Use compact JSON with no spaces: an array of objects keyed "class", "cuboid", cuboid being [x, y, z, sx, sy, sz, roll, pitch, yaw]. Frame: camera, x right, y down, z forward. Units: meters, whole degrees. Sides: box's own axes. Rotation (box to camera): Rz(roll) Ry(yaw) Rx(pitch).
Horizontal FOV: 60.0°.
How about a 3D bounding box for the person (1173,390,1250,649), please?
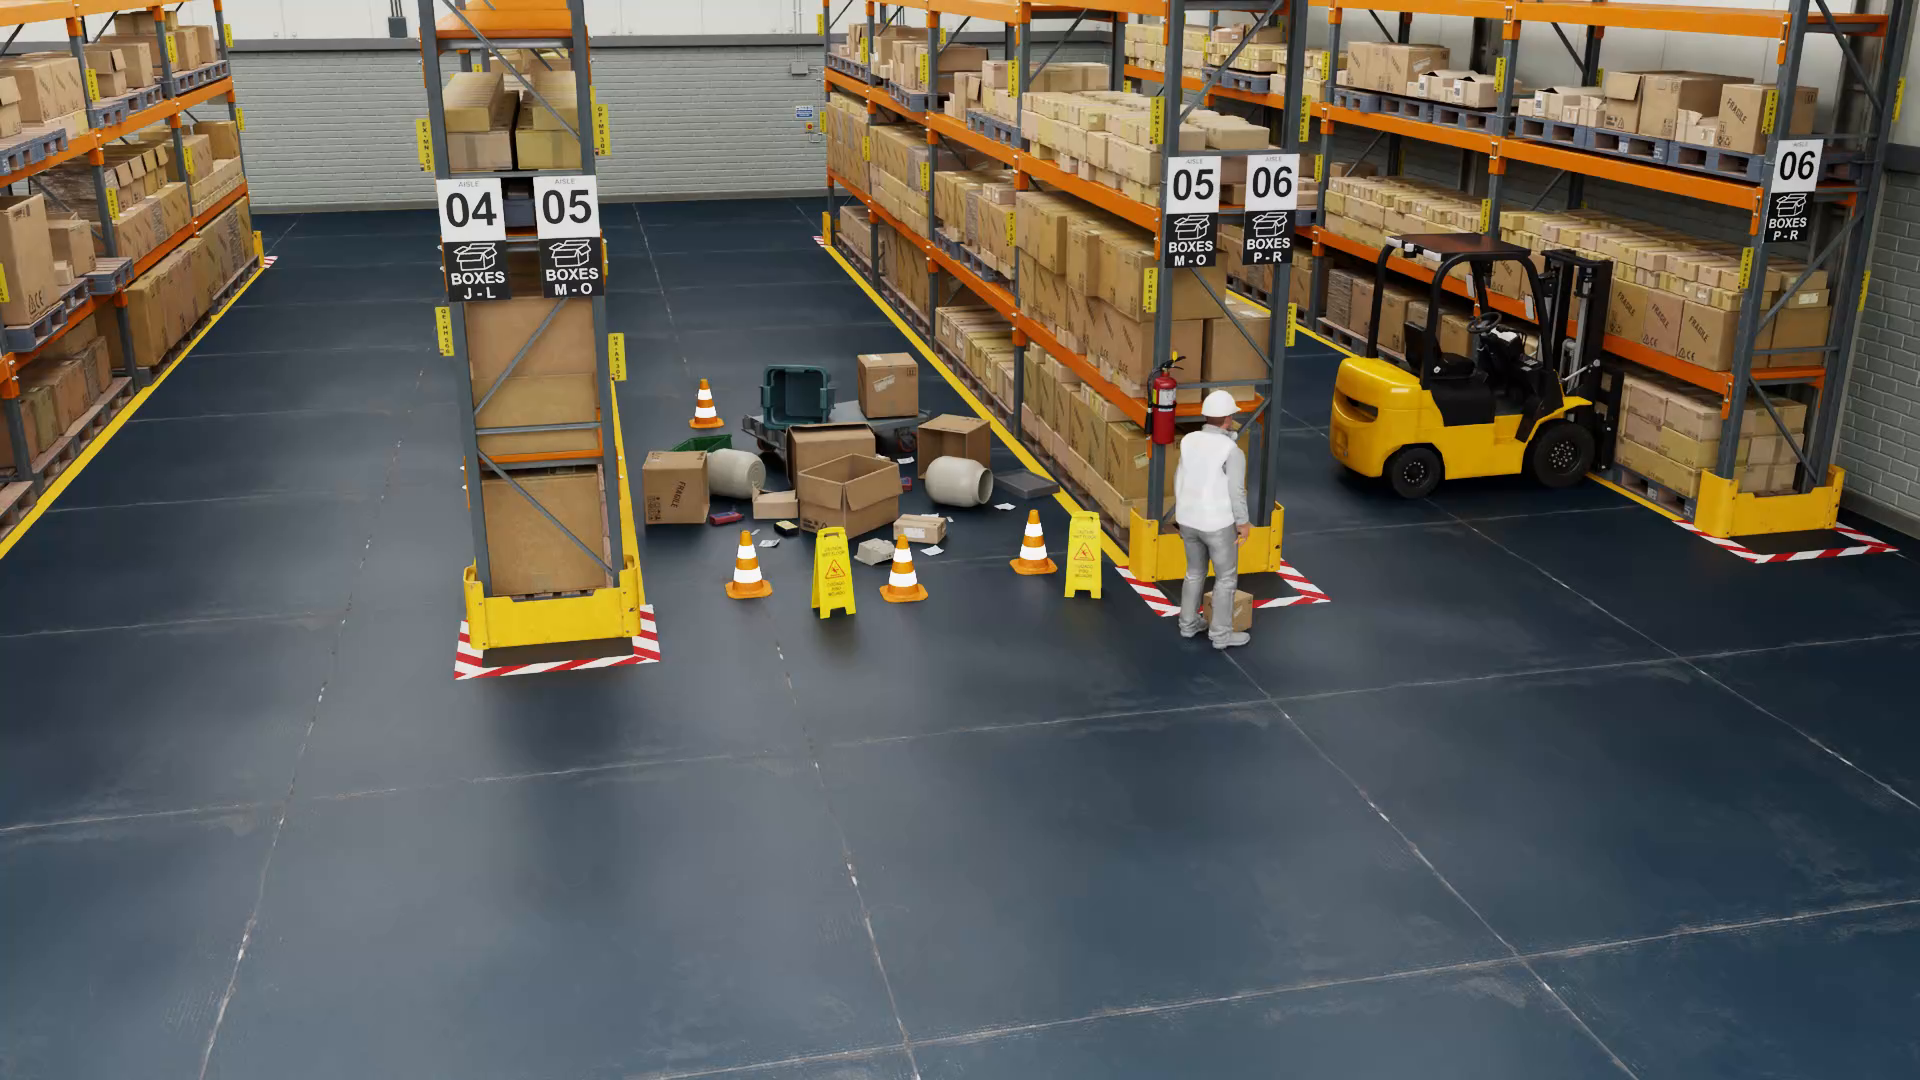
[{"class":"person","cuboid":[1.727,-0.151,11.455,0.459,1.773,0.592,-17,26,-40]}]
